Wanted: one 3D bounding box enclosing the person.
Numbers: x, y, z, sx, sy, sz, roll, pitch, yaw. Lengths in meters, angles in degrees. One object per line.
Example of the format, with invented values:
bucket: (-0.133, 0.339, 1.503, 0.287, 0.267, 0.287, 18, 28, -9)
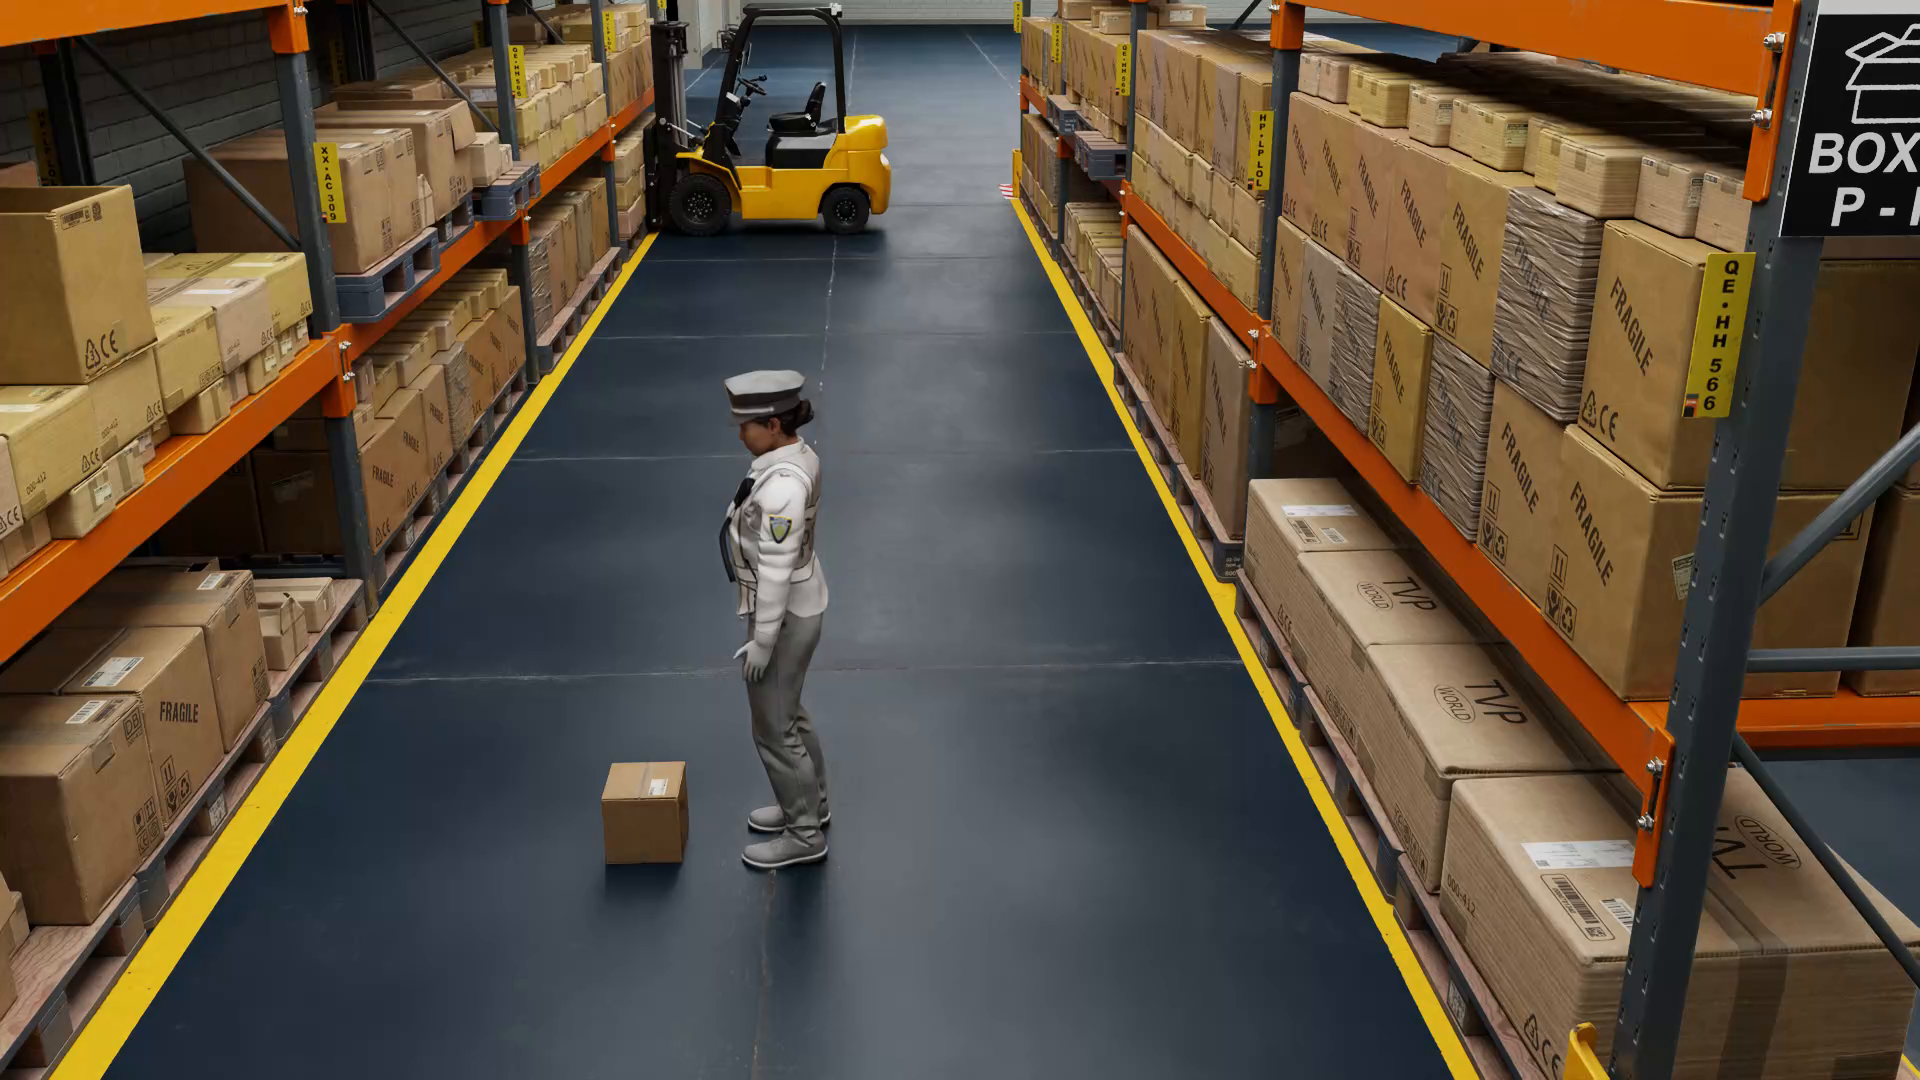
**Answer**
person: (-0.590, 0.266, 5.379, 0.321, 1.662, 0.472, -1, 21, -2)
